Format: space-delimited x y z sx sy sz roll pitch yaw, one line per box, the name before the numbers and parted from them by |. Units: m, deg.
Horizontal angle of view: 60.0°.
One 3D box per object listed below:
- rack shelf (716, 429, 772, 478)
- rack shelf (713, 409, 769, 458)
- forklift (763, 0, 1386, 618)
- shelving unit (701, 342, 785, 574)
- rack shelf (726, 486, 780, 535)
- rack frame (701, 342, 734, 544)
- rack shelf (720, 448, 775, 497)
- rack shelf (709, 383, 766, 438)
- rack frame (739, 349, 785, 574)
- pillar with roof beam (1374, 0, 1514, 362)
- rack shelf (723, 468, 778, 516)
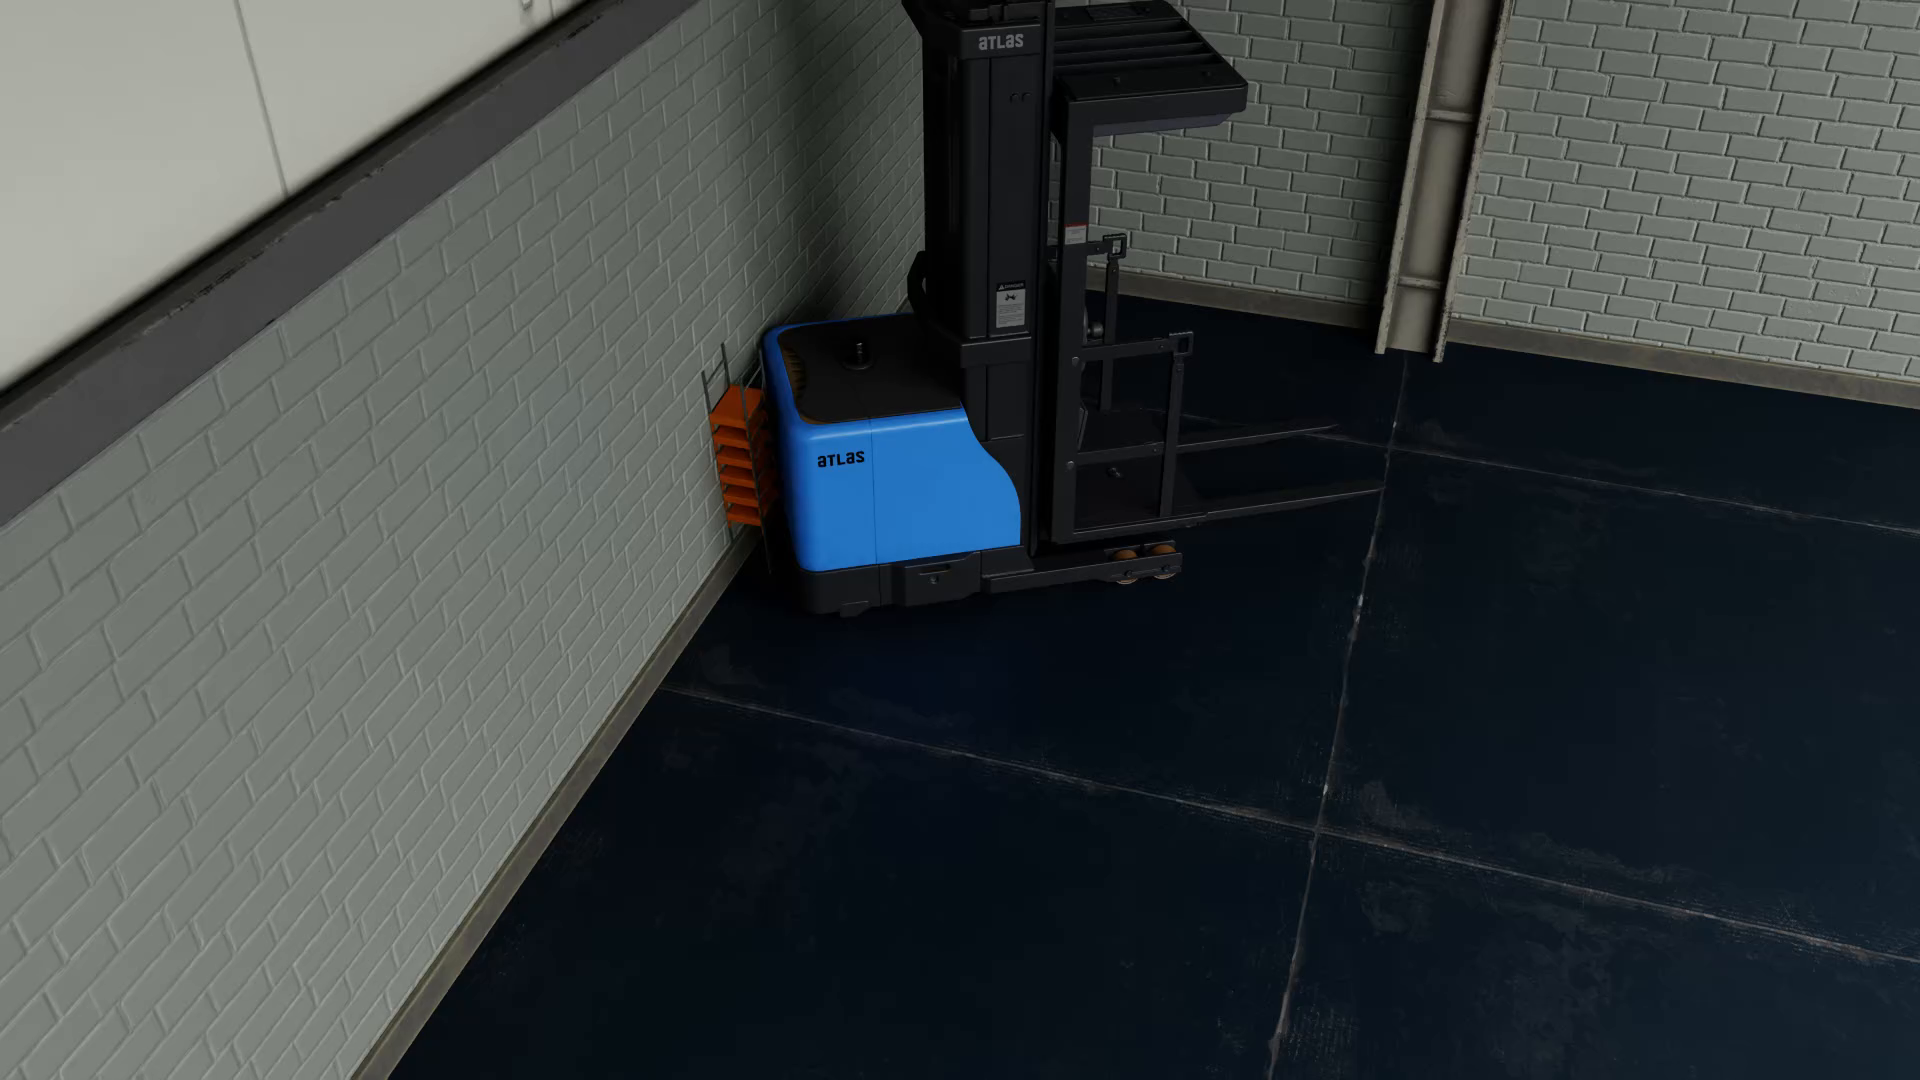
rack shelf | -1.013 -0.423 7.856 0.180 0.103 0.258 11 44 14
rack shelf | -1.017 -0.511 7.775 0.180 0.103 0.258 11 44 14
forklift | 0.613 -1.263 7.678 3.031 2.935 1.130 -8 37 -10
shelving unit | -1.010 -0.368 7.907 0.189 1.200 0.258 11 44 14
rack shelf | -1.000 -0.159 8.100 0.180 0.103 0.258 11 44 14
rack frame | -1.097 -0.385 7.930 0.006 1.200 0.240 11 44 14
rack shelf | -1.008 -0.335 7.938 0.180 0.103 0.258 11 44 14
rack shelf | -1.021 -0.600 7.694 0.180 0.103 0.258 11 44 14
rack frame | -0.923 -0.351 7.885 0.006 1.200 0.240 11 44 14
pillar with roof beam | 1.431 -2.363 4.054 0.400 9.000 9.100 10 38 14
rack shelf | -1.004 -0.247 8.019 0.180 0.103 0.258 11 44 14
